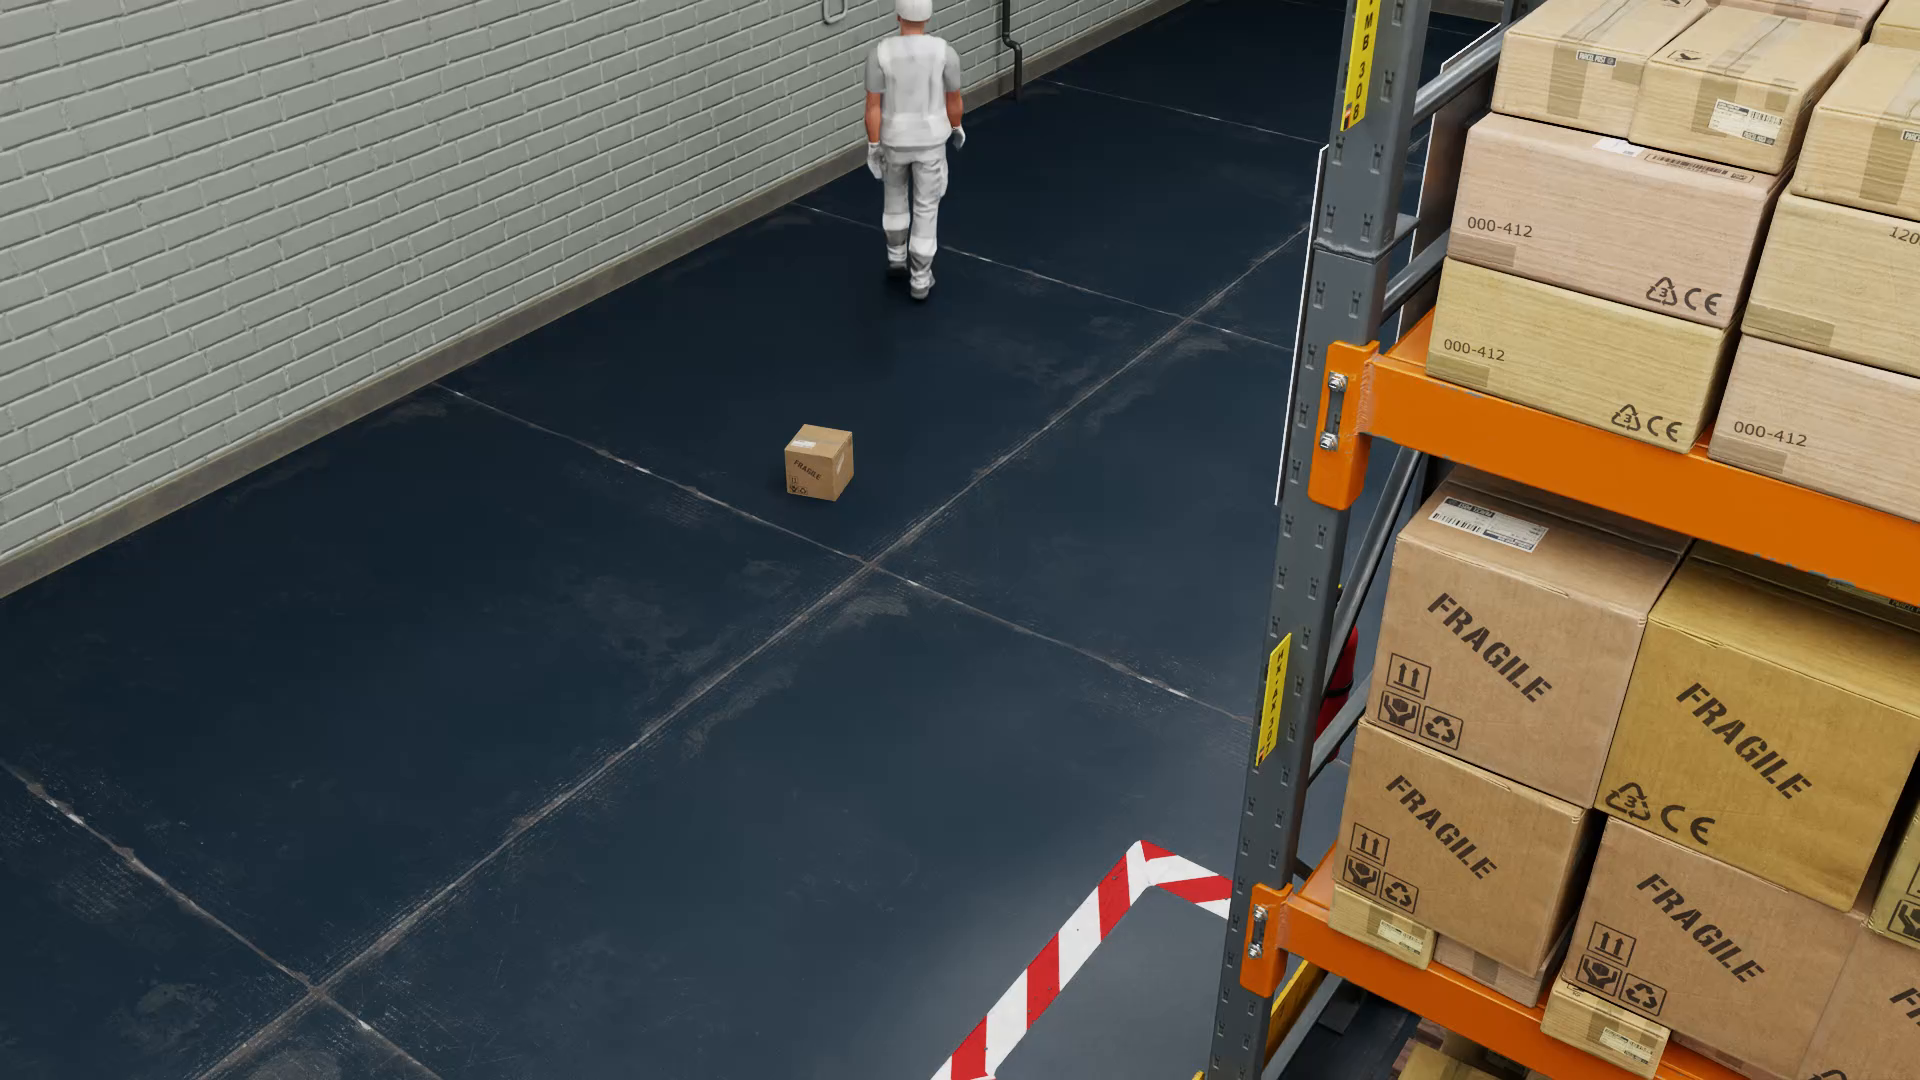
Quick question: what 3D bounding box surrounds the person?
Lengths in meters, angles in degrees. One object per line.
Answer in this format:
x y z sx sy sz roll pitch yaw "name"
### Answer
-0.248 -2.262 9.455 0.540 1.837 0.565 2 34 3 "person"
